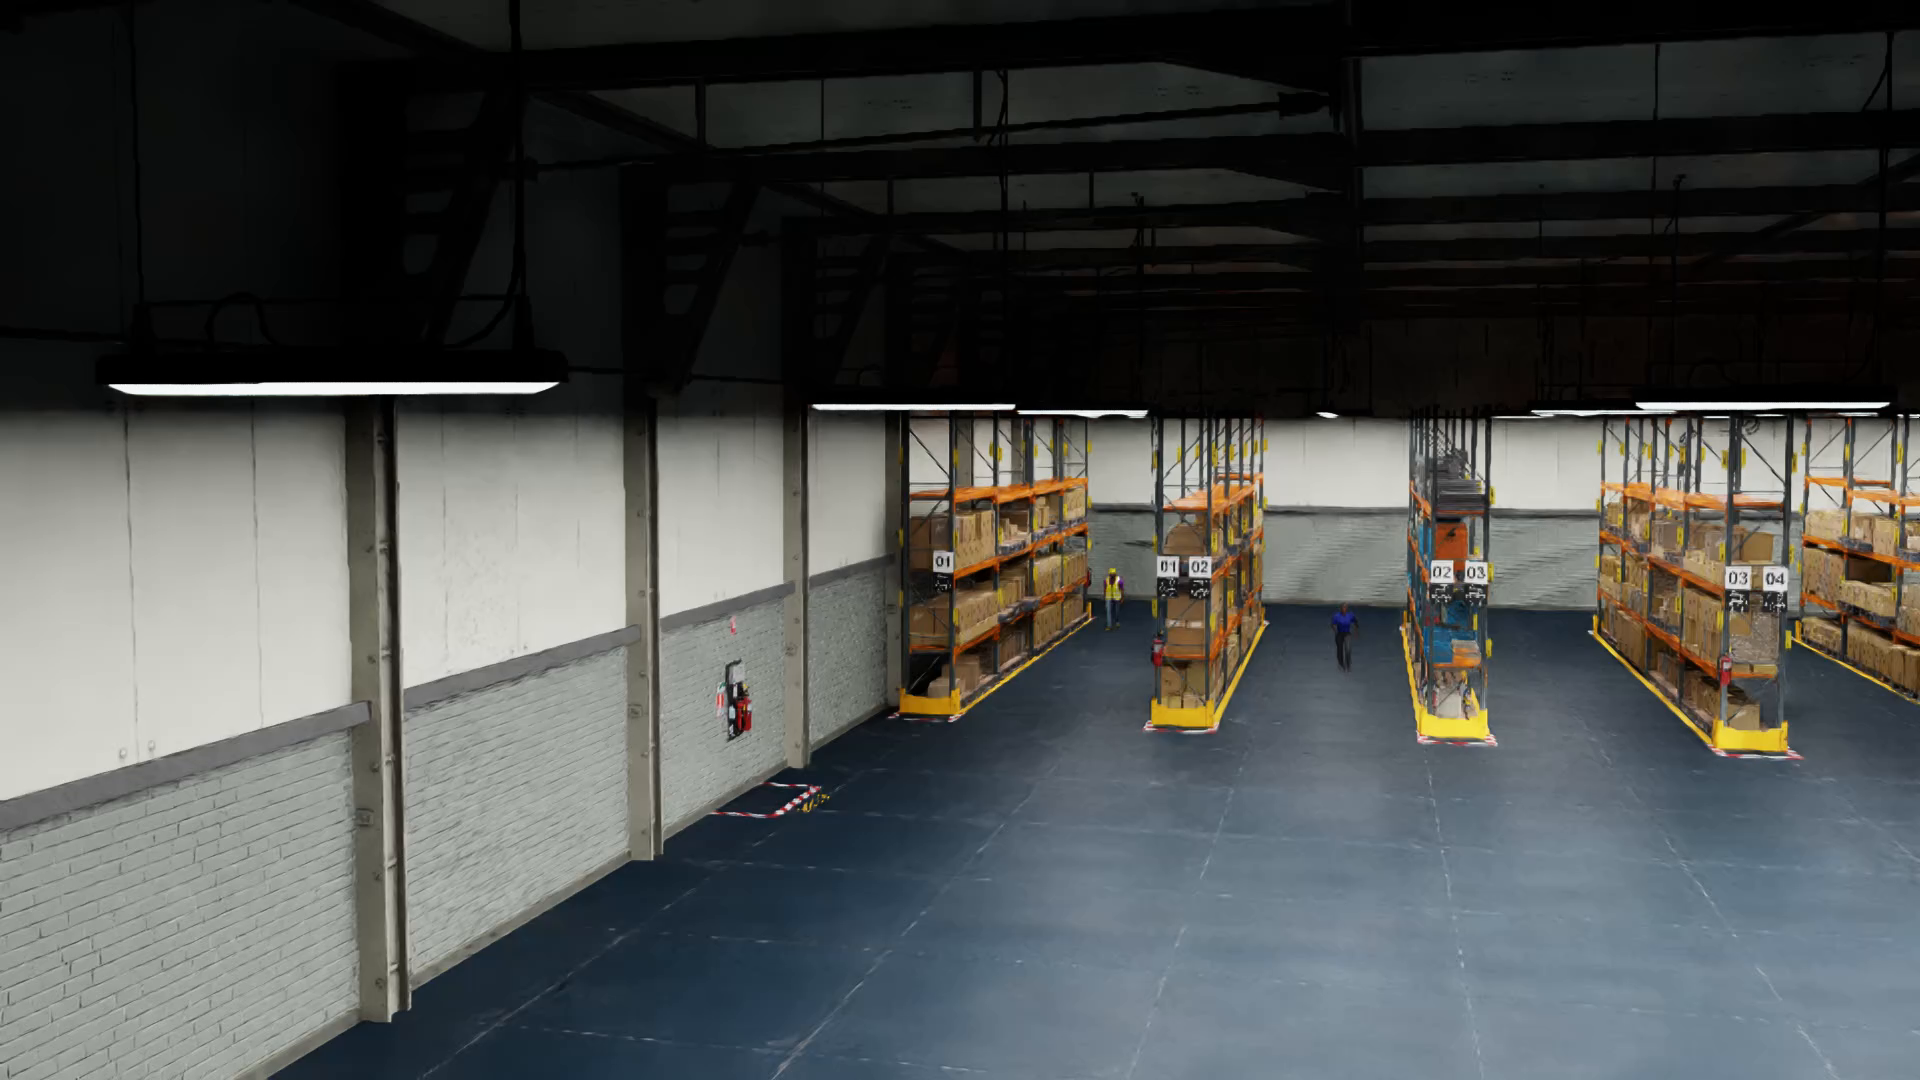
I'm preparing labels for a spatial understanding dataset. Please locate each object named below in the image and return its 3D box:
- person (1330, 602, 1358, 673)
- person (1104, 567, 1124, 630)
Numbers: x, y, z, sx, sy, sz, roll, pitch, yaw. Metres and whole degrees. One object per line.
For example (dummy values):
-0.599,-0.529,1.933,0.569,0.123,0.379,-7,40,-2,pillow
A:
8.784,2.200,38.059,0.603,1.590,0.831,1,4,19,person
4.213,1.600,45.577,0.591,1.716,1.042,1,4,13,person
